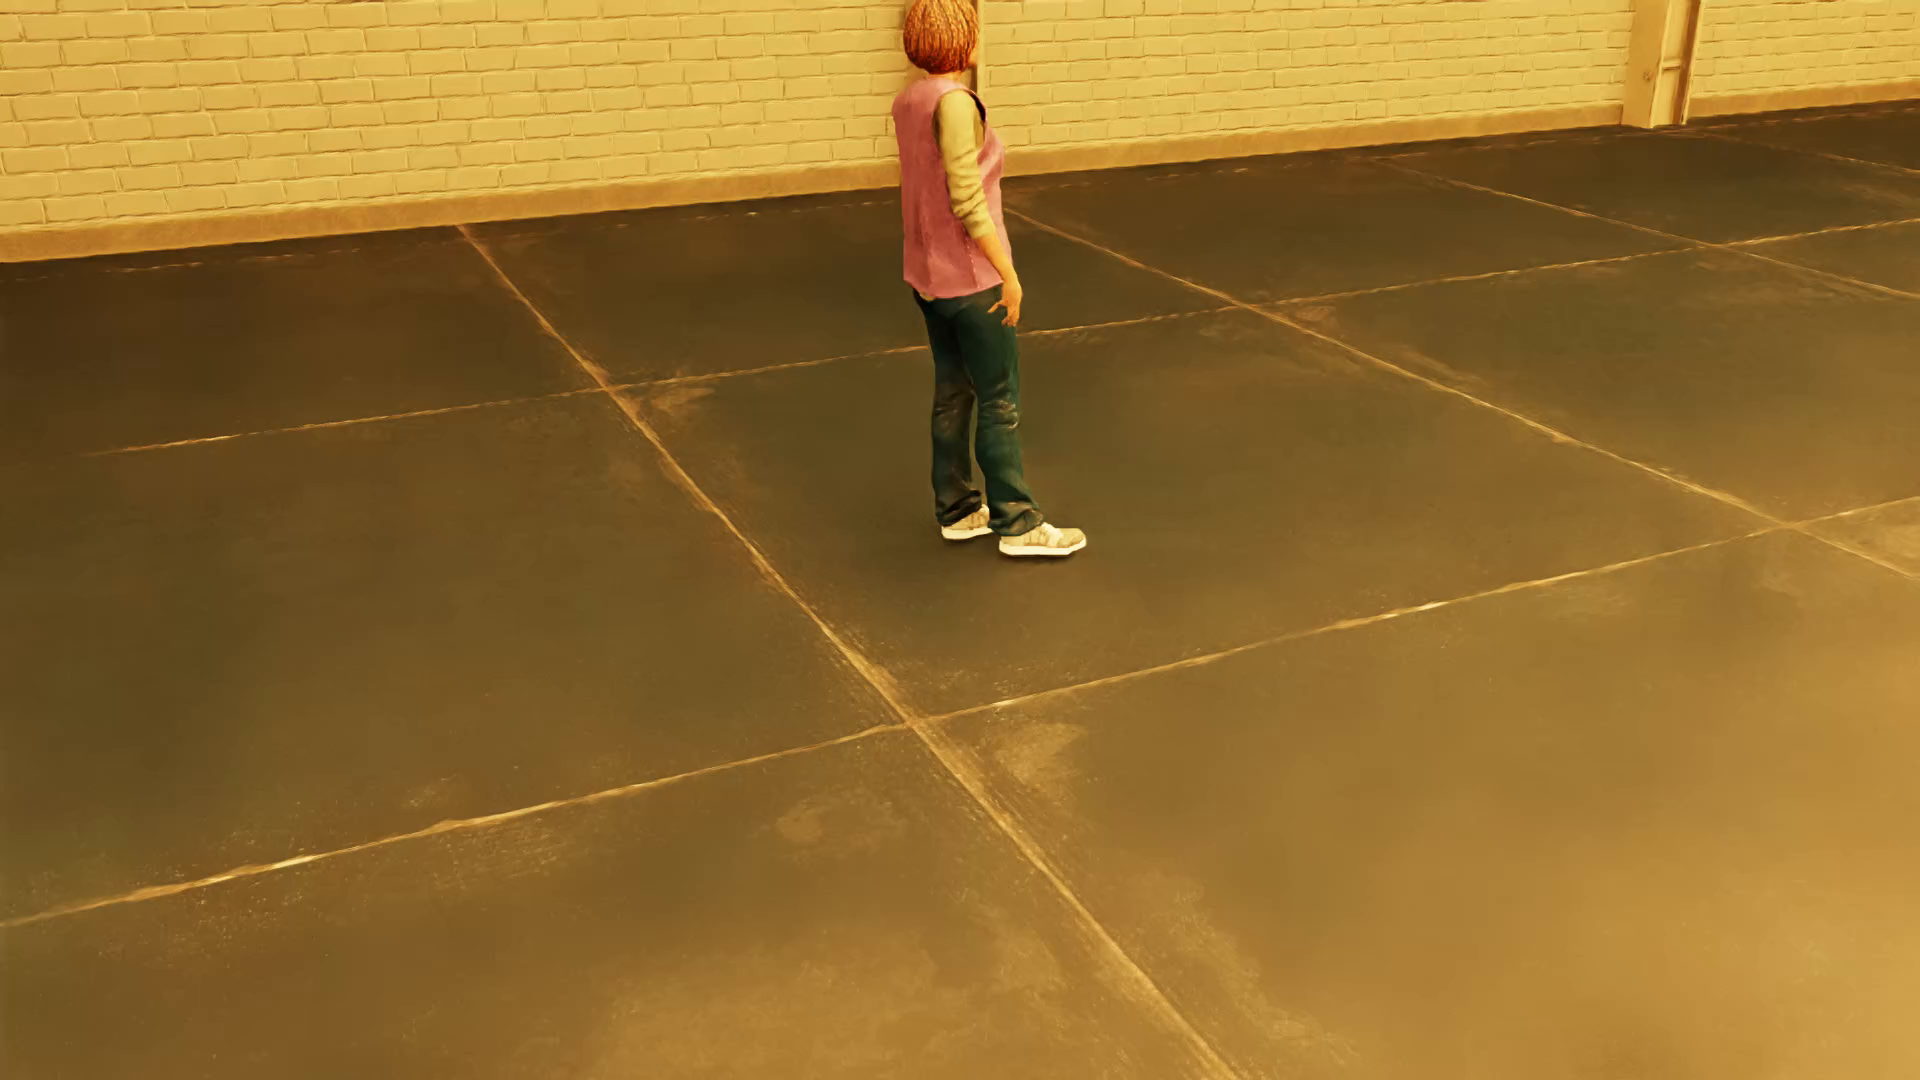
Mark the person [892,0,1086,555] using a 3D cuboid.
[{"bbox_3d":[0.073,-0.751,4.815,0.474,1.597,0.520,-10,25,-23],"label":"person"}]
